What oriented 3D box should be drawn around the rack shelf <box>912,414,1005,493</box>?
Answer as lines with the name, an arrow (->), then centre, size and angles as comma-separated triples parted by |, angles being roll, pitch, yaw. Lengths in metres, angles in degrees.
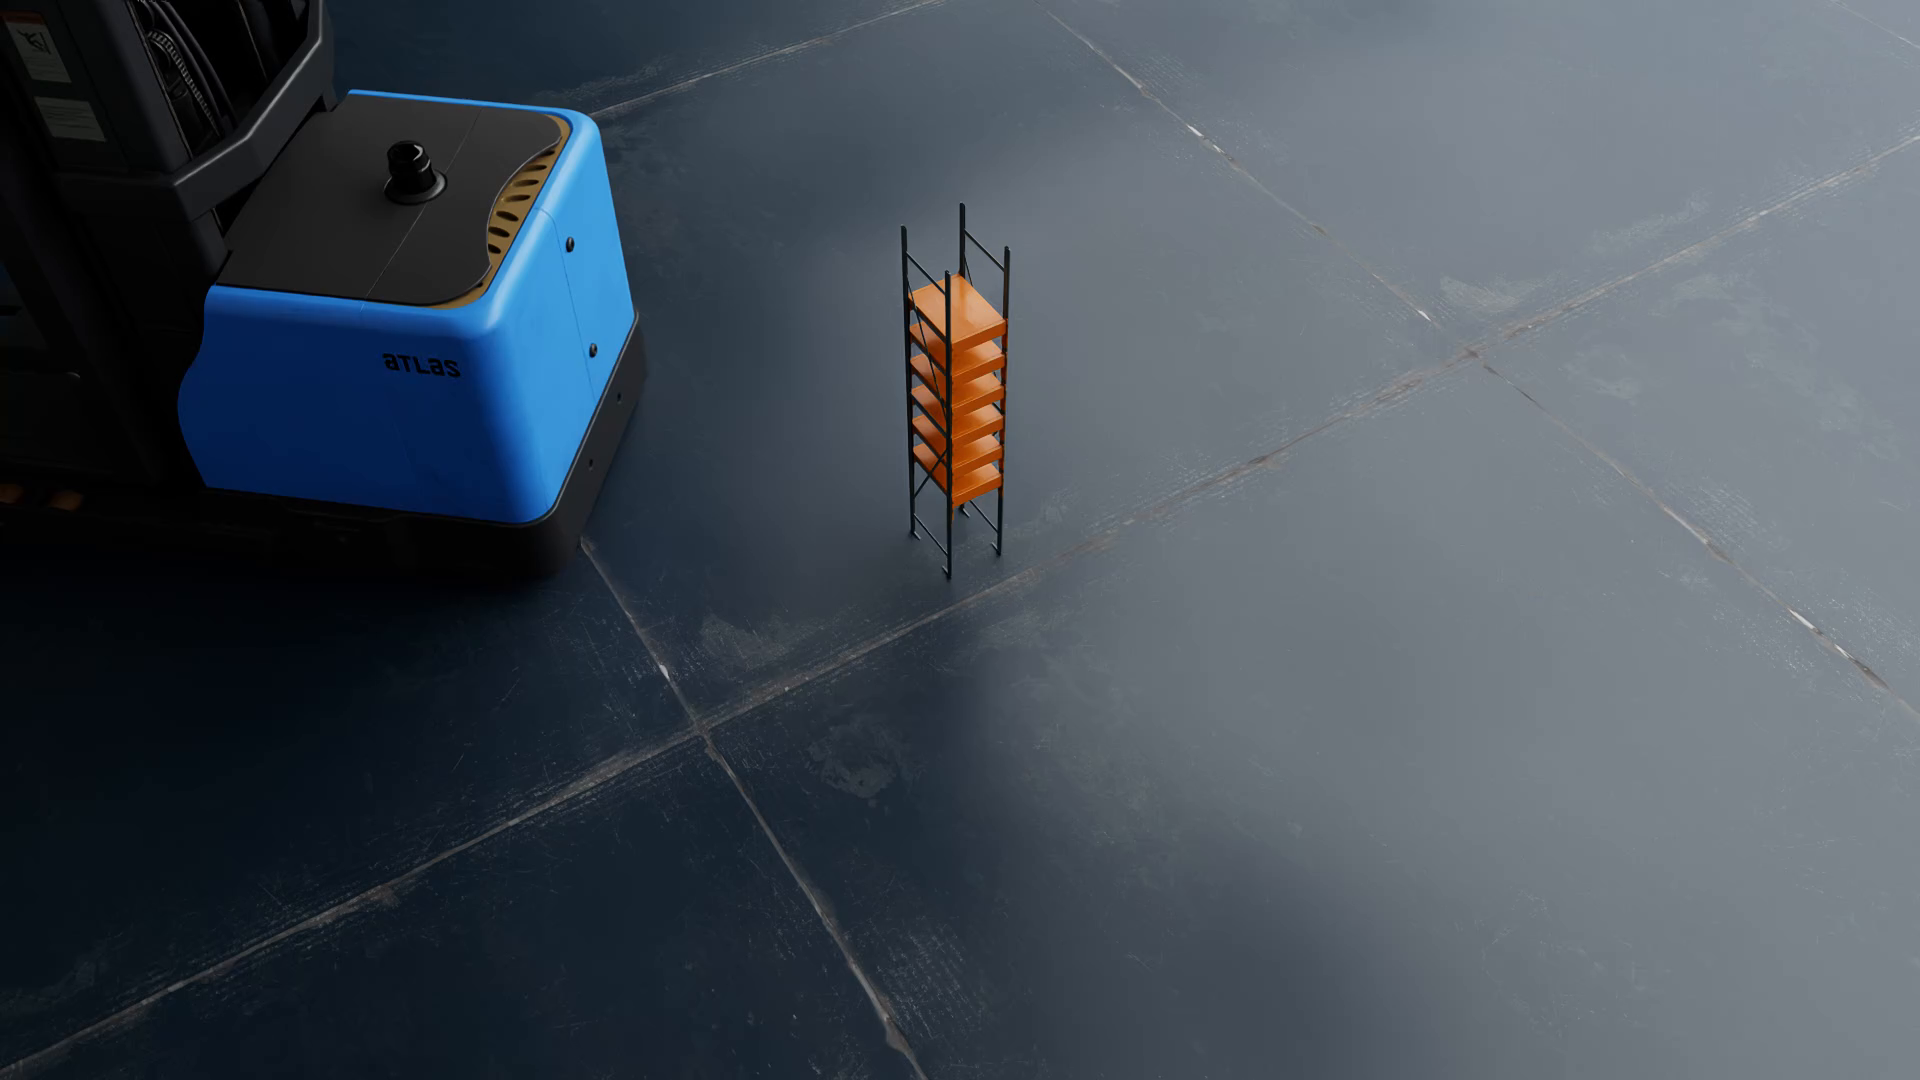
rack shelf -> -0.012, -0.284, 4.920 | 0.180, 0.103, 0.258 | -25, 53, -21

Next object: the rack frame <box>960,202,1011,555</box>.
rack frame -> 0.065, -0.430, 4.829 | 0.006, 1.200, 0.240 | -25, 53, -21

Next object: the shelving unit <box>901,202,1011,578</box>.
shelving unit -> -0.012, -0.393, 4.797 | 0.189, 1.200, 0.258 | -25, 53, -21

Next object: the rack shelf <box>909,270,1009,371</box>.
rack shelf -> -0.012, -0.603, 4.561 | 0.180, 0.103, 0.258 | -25, 53, -21

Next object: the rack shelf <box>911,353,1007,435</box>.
rack shelf -> -0.012, -0.444, 4.740 | 0.180, 0.103, 0.258 | -25, 53, -21

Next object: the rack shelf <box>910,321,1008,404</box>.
rack shelf -> -0.012, -0.523, 4.651 | 0.180, 0.103, 0.258 | -25, 53, -21

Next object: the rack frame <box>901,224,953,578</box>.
rack frame -> -0.090, -0.357, 4.764 | 0.006, 1.200, 0.240 | -25, 53, -21

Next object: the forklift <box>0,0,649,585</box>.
forklift -> -2.623, -1.356, 4.495 | 3.031, 2.935, 1.130 | 7, 49, 6

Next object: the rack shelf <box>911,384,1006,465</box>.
rack shelf -> -0.012, -0.364, 4.830 | 0.180, 0.103, 0.258 | -25, 53, -21

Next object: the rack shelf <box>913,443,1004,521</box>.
rack shelf -> -0.012, -0.204, 5.009 | 0.180, 0.103, 0.258 | -25, 53, -21
